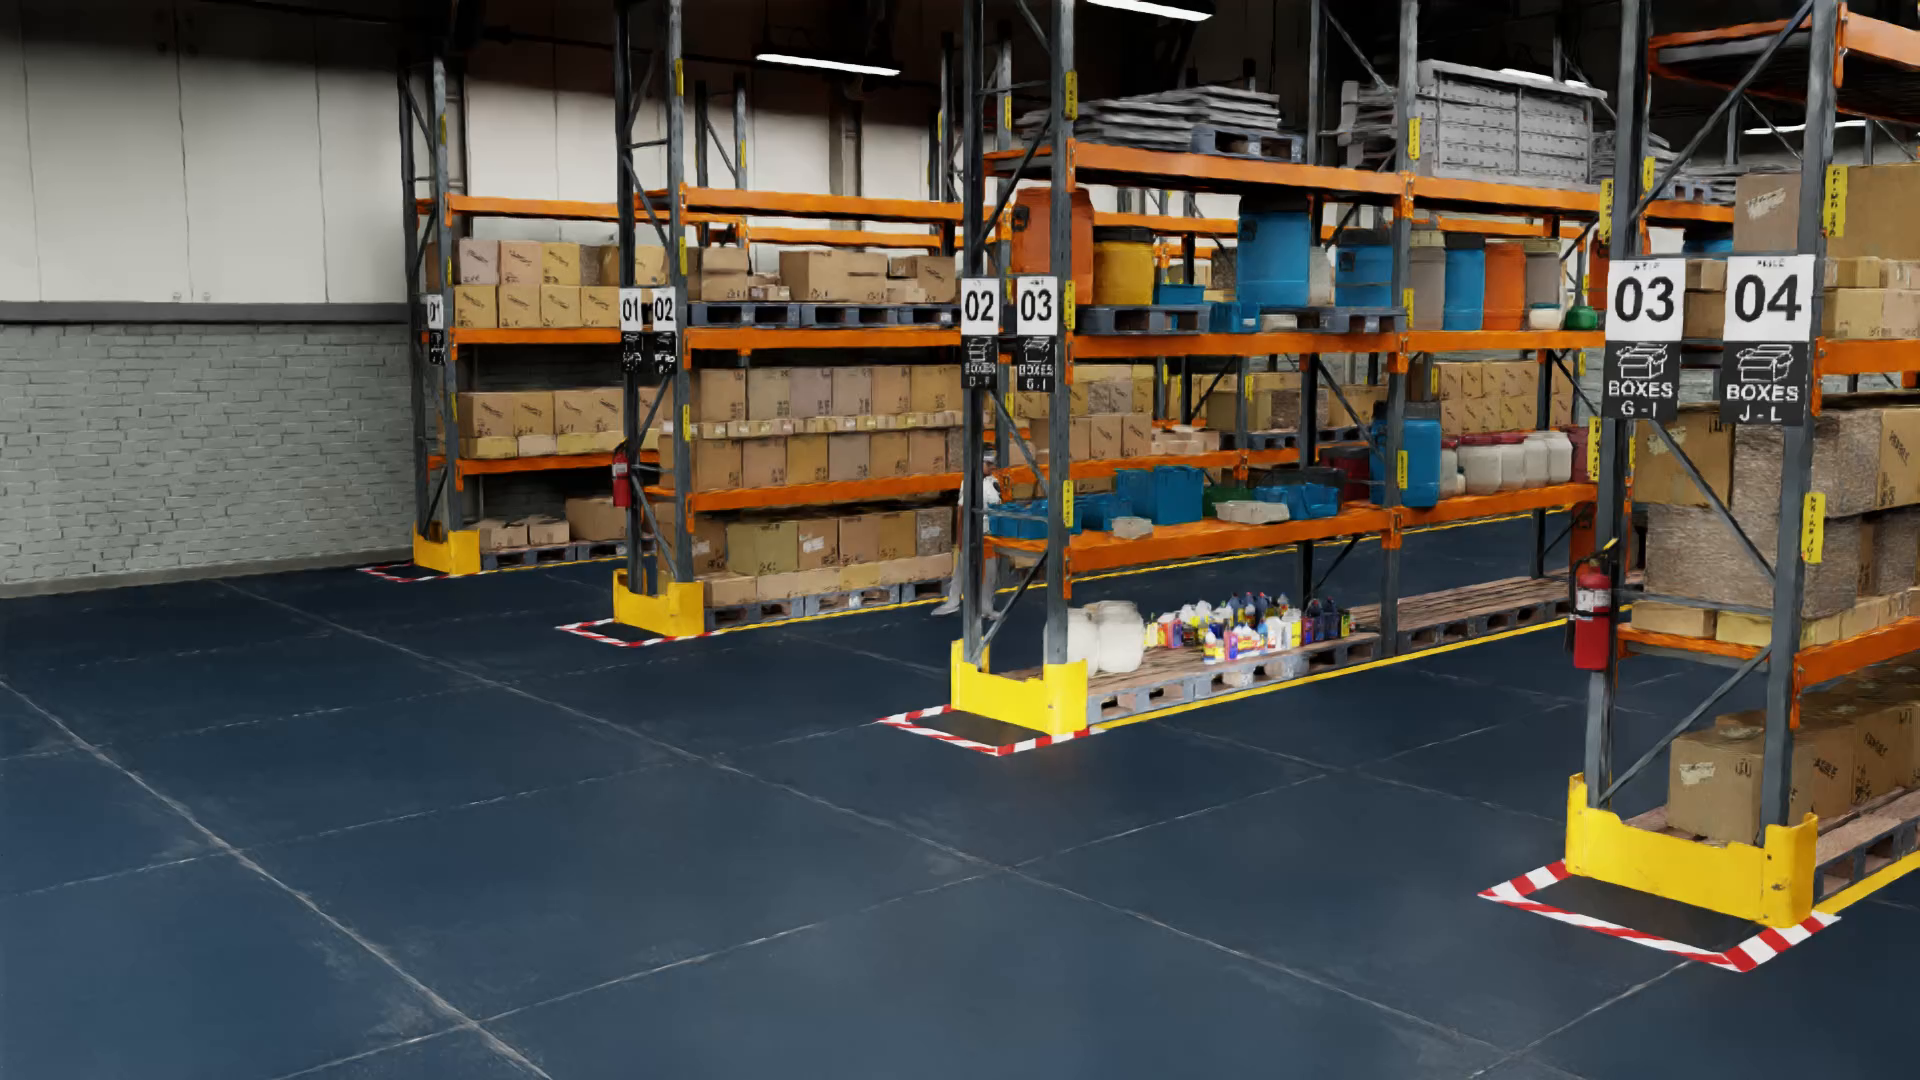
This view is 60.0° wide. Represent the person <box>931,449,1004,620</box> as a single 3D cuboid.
[{"bbox_3d":[0.090,-0.057,16.207,0.665,1.667,0.487,-3,8,-21],"label":"person"}]
